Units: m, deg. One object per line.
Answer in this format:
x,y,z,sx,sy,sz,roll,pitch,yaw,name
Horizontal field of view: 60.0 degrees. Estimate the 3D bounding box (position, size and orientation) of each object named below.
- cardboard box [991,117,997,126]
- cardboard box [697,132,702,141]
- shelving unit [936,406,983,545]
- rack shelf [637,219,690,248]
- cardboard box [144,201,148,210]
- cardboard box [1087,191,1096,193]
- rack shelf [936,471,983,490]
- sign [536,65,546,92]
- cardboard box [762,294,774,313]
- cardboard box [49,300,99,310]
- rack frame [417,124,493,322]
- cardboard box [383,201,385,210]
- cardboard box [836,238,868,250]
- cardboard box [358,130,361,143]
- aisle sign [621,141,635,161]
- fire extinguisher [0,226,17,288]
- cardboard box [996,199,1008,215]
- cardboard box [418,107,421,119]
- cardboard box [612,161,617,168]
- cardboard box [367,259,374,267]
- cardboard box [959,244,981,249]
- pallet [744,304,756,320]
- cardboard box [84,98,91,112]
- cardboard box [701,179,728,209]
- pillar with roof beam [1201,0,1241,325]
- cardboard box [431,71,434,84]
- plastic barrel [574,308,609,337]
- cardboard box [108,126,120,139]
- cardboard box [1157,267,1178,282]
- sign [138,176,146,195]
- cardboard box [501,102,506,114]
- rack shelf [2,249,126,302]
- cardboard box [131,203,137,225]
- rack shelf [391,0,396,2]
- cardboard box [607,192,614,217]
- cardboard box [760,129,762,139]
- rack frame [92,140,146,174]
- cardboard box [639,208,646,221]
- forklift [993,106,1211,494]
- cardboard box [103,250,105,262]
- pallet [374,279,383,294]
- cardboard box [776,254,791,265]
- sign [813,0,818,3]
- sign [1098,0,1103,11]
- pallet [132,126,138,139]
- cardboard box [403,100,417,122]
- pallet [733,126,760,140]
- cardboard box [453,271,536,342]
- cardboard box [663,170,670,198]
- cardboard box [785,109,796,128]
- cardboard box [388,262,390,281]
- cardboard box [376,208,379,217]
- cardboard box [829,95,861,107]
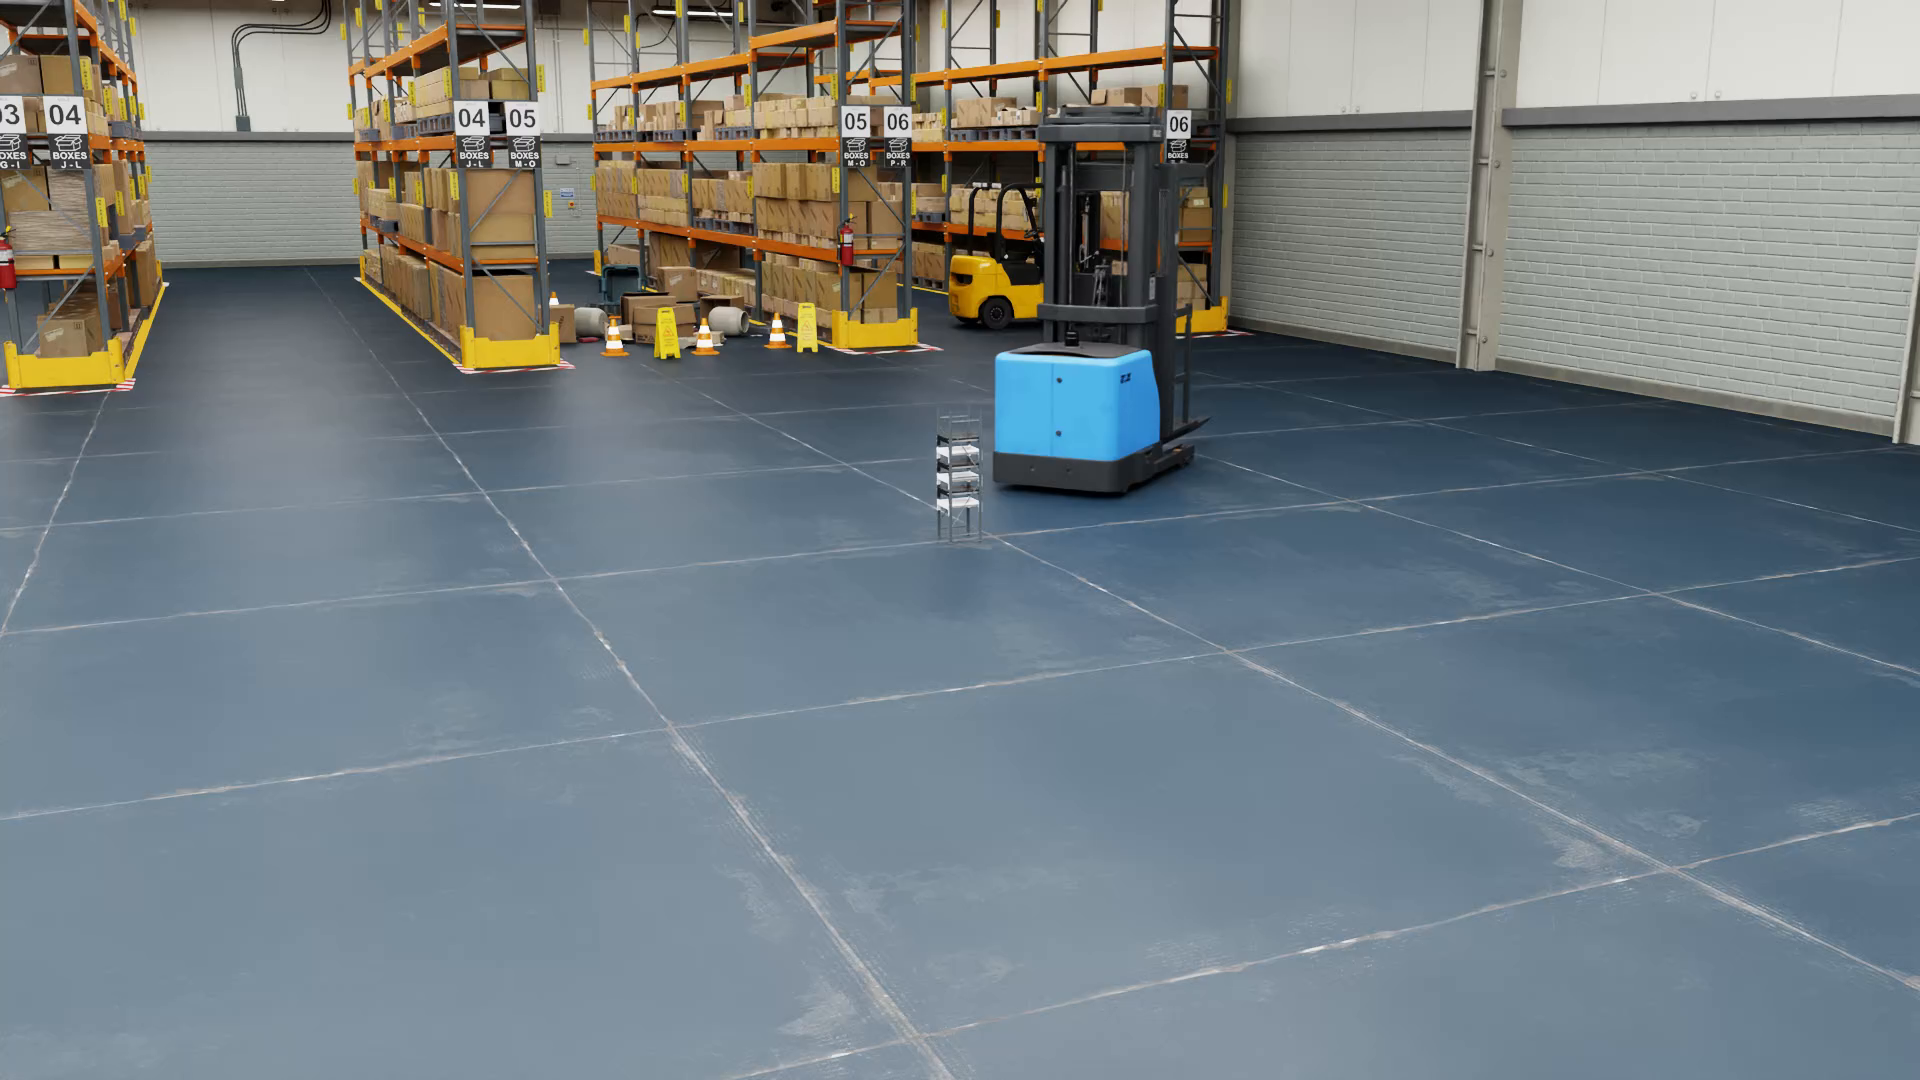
0.774,-7.362,29.277,0.380,0.149,0.250,-6,14,-24,cardboard box
-4.376,-7.046,29.067,0.380,0.149,0.250,-6,14,-23,cardboard box
-0.003,-0.440,11.276,0.258,0.900,0.210,-6,14,-23,shelving unit
-5.148,-5.850,31.591,1.077,0.370,4.000,-6,14,-23,rack shelf
-15.787,-6.331,31.745,0.500,0.250,0.500,-6,14,-25,cardboard box
2.247,-5.568,26.457,0.380,0.149,0.250,-6,14,-23,cardboard box
-0.003,-0.408,11.283,0.258,0.077,0.200,-6,14,-23,rack shelf
-5.126,-5.642,20.326,0.100,0.325,0.005,-6,14,-23,sign
-2.756,-3.680,25.784,0.500,0.250,0.500,-6,14,-26,cardboard box
-11.465,-2.849,21.640,0.500,0.500,0.500,-1,13,-5,cardboard box
-7.239,-4.493,24.132,1.000,3.000,0.127,-6,14,-23,rack frame
-9.565,-5.663,28.151,0.380,0.149,0.250,-5,14,-21,cardboard box
-1.488,-4.070,22.862,0.380,0.149,0.250,-5,14,-21,cardboard box
-11.676,-8.031,33.095,0.500,0.250,0.500,-6,14,-25,cardboard box
-7.296,-8.750,36.758,0.394,0.787,0.004,-6,14,-23,aisle sign
-10.599,-3.137,18.442,0.296,0.674,0.183,-6,14,-23,fire extinguisher
0.959,-5.871,29.308,0.500,0.250,0.500,-5,14,-22,cardboard box
-7.300,-5.926,23.075,0.380,0.149,0.250,-6,14,-23,cardboard box
-7.080,-7.870,34.843,0.380,0.149,0.250,-6,14,-24,cardboard box
-11.831,-5.635,33.794,0.380,0.149,0.250,-5,14,-21,cardboard box
0.195,-5.733,32.661,0.380,0.149,0.250,-5,14,-21,cardboard box
-3.058,-3.763,27.162,1.003,0.211,1.213,-6,14,-23,pallet
-10.136,-4.962,18.954,0.380,0.149,0.250,-5,14,-22,cardboard box
-4.163,-5.965,28.678,0.500,0.500,0.500,-5,14,-20,cardboard box
0.007,-7.343,23.140,9.100,9.000,0.400,-6,14,-23,pillar with roof beam
-6.592,-5.949,21.406,0.380,0.149,0.250,-6,14,-24,cardboard box
-5.380,-3.142,24.008,0.512,0.421,0.421,4,14,16,plastic barrel
-12.602,-6.000,24.320,0.500,0.250,0.500,-5,14,-21,cardboard box
2.934,-4.003,24.963,0.500,0.250,0.500,-5,14,-21,cardboard box
-14.536,-6.295,29.526,0.100,0.325,0.005,-6,14,-23,sign
-5.481,-5.359,20.624,0.380,0.149,0.250,-6,14,-23,cardboard box
-11.023,-3.302,20.582,1.077,0.370,4.000,-6,14,-23,rack shelf
-13.581,-5.173,26.845,0.500,0.500,0.500,-6,14,-24,cardboard box
-11.245,-10.751,32.088,1.077,0.370,4.000,-6,14,-23,rack shelf
-7.207,-7.155,35.412,0.500,0.500,0.500,-6,14,-23,cardboard box
-2.845,-6.213,25.466,0.380,0.149,0.250,-6,14,-24,cardboard box
-16.632,-6.545,32.998,1.000,3.000,0.127,-6,14,-23,rack frame
-6.015,-6.426,32.816,0.500,0.250,0.500,-6,14,-24,cardboard box
1.349,-2.069,13.809,1.130,2.935,3.031,6,14,25,forklift
-10.500,-3.406,19.992,0.380,0.149,0.250,-6,14,-23,cardboard box
-10.746,-4.923,32.173,1.003,0.211,1.213,-6,14,-23,pallet
-2.553,-4.224,25.033,0.380,0.149,0.250,-5,14,-21,cardboard box
-2.240,-8.423,25.558,0.100,0.325,0.005,-6,14,-23,sign
2.320,-8.910,27.489,0.100,0.325,0.005,-6,14,-23,sign
-15.347,-7.307,29.834,1.003,0.211,1.213,-6,14,-23,pallet
-8.143,-6.507,25.224,0.500,0.311,0.500,-6,14,-25,cardboard box
-2.894,-6.468,26.429,1.213,0.211,1.003,-6,14,-23,pallet
-5.969,-2.970,21.333,0.875,0.875,0.875,-6,14,-23,cardboard box
-5.199,-6.615,30.860,0.500,0.500,0.500,-6,14,-23,cardboard box
-2.211,-6.064,23.940,0.500,0.250,0.500,-5,14,-22,cardboard box
-9.955,-4.740,29.810,0.500,0.500,0.500,-5,14,-22,cardboard box
-10.082,-5.784,29.333,0.380,0.149,0.250,-6,14,-26,cardboard box
-1.548,-5.906,22.370,0.380,0.149,0.250,-5,14,-22,cardboard box
